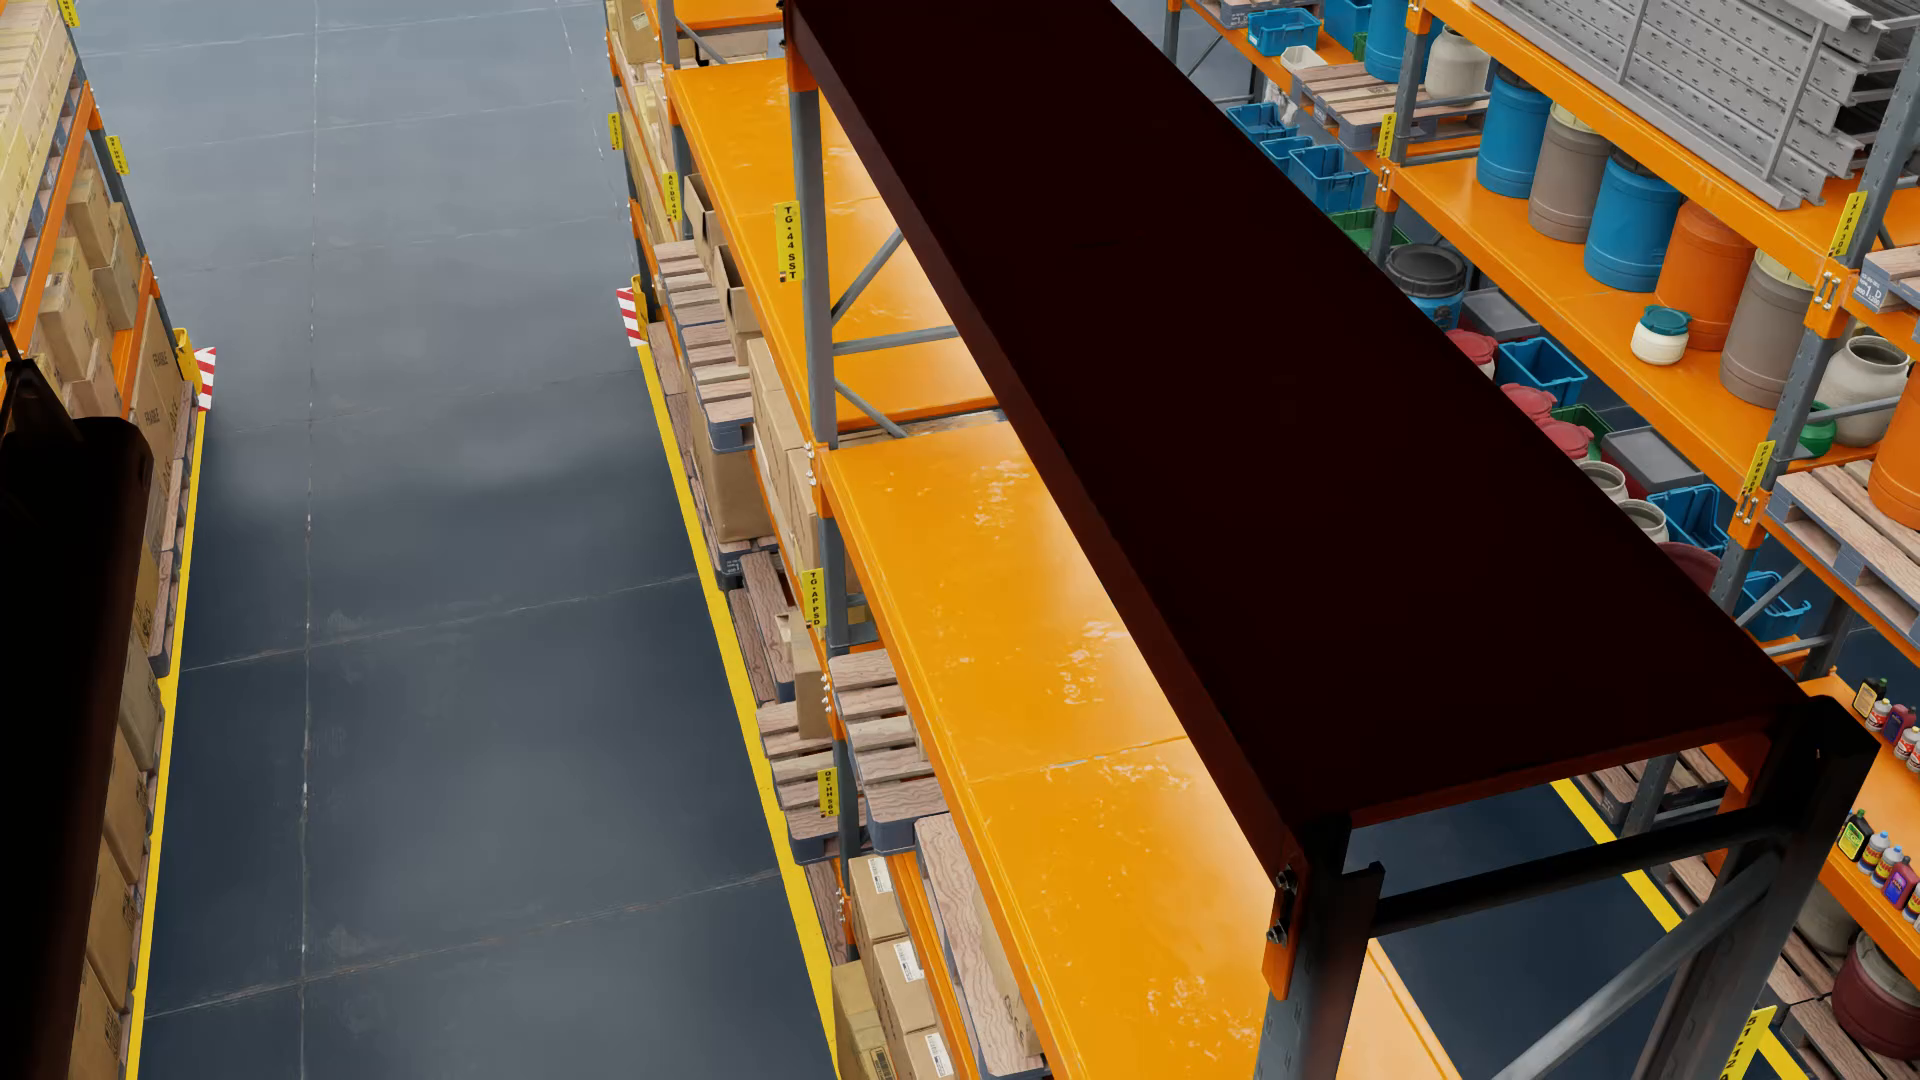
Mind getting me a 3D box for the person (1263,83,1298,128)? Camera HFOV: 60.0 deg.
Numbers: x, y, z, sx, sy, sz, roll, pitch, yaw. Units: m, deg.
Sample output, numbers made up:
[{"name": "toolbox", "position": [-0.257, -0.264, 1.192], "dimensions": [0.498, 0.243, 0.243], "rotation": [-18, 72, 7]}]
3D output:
[{"name": "person", "position": [3.292, -4.474, 17.100], "dimensions": [0.395, 1.691, 0.503], "rotation": [-11, 40, -14]}]
